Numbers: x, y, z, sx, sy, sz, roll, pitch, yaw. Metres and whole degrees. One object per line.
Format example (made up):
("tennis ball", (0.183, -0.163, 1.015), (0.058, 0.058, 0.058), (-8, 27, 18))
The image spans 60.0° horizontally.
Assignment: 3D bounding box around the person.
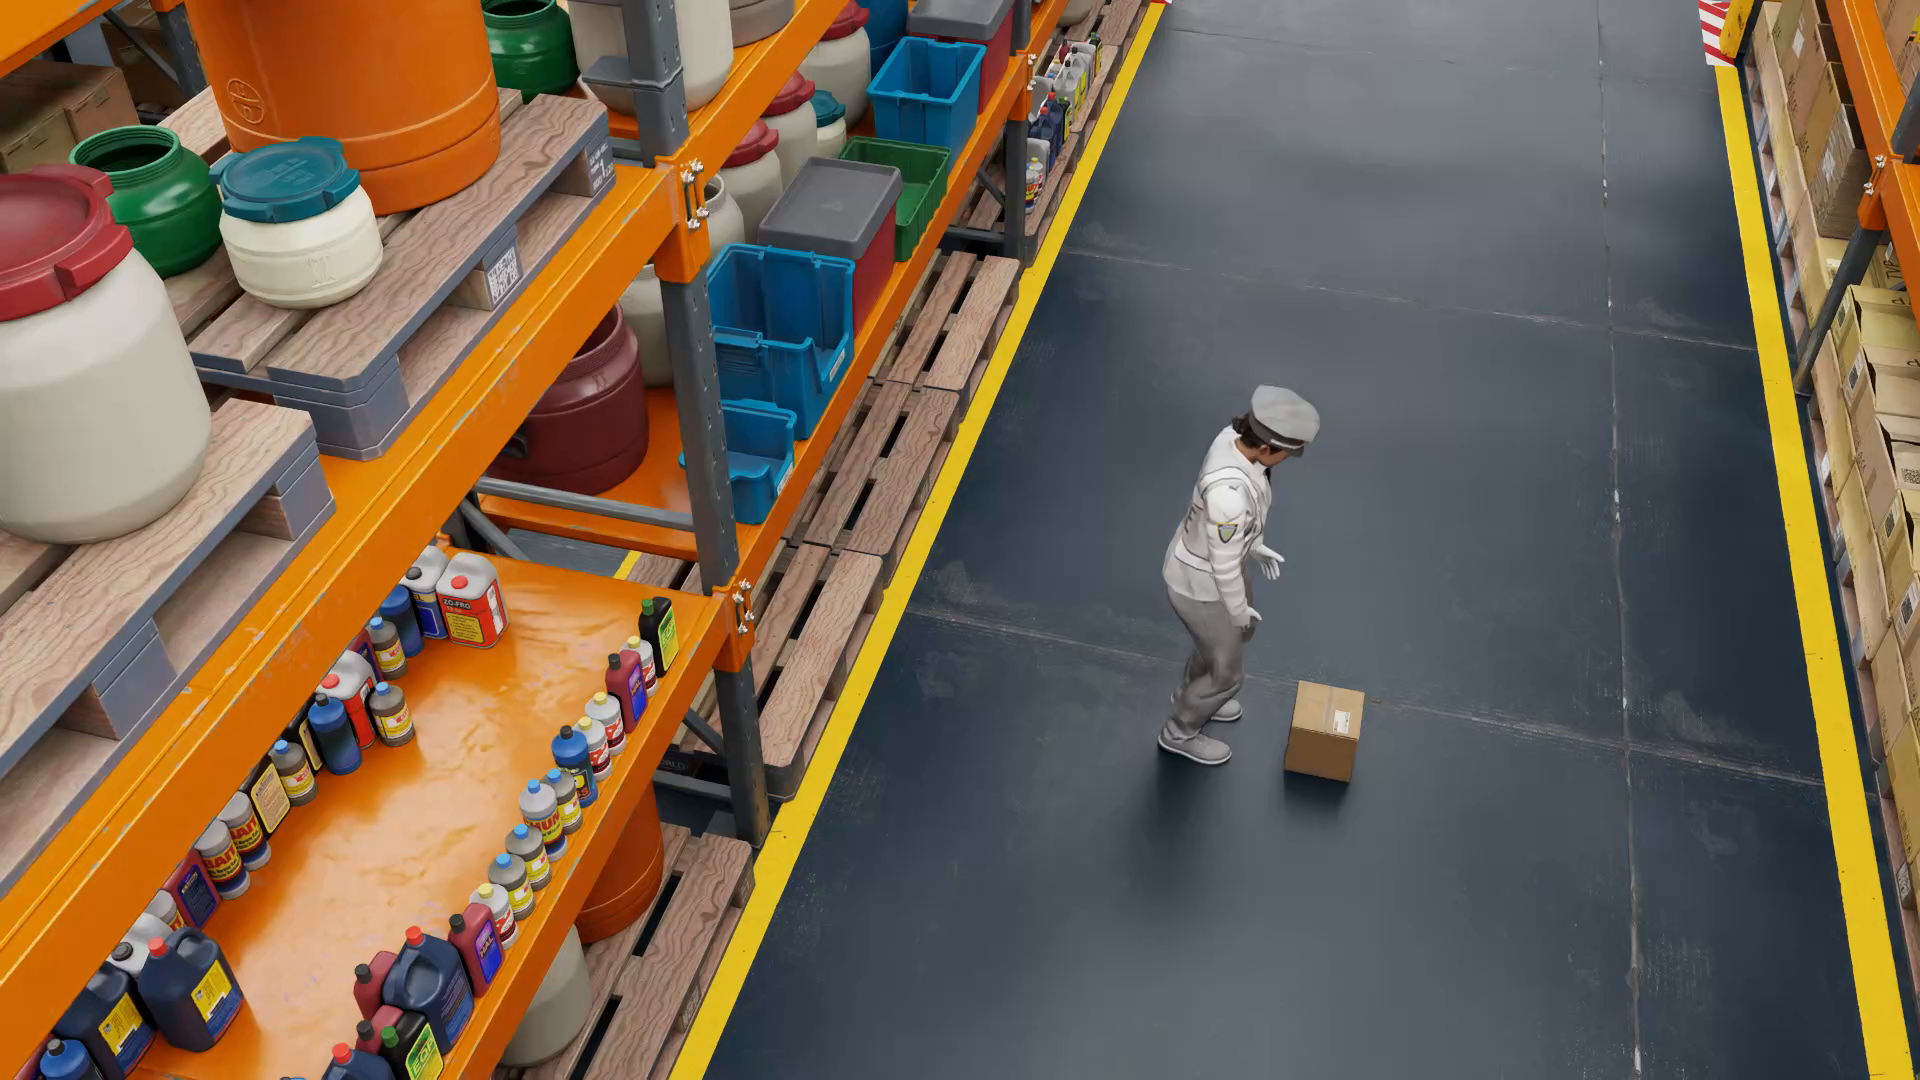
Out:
("person", (0.976, 0.130, 6.057), (0.465, 1.616, 0.504), (11, 42, 12))
